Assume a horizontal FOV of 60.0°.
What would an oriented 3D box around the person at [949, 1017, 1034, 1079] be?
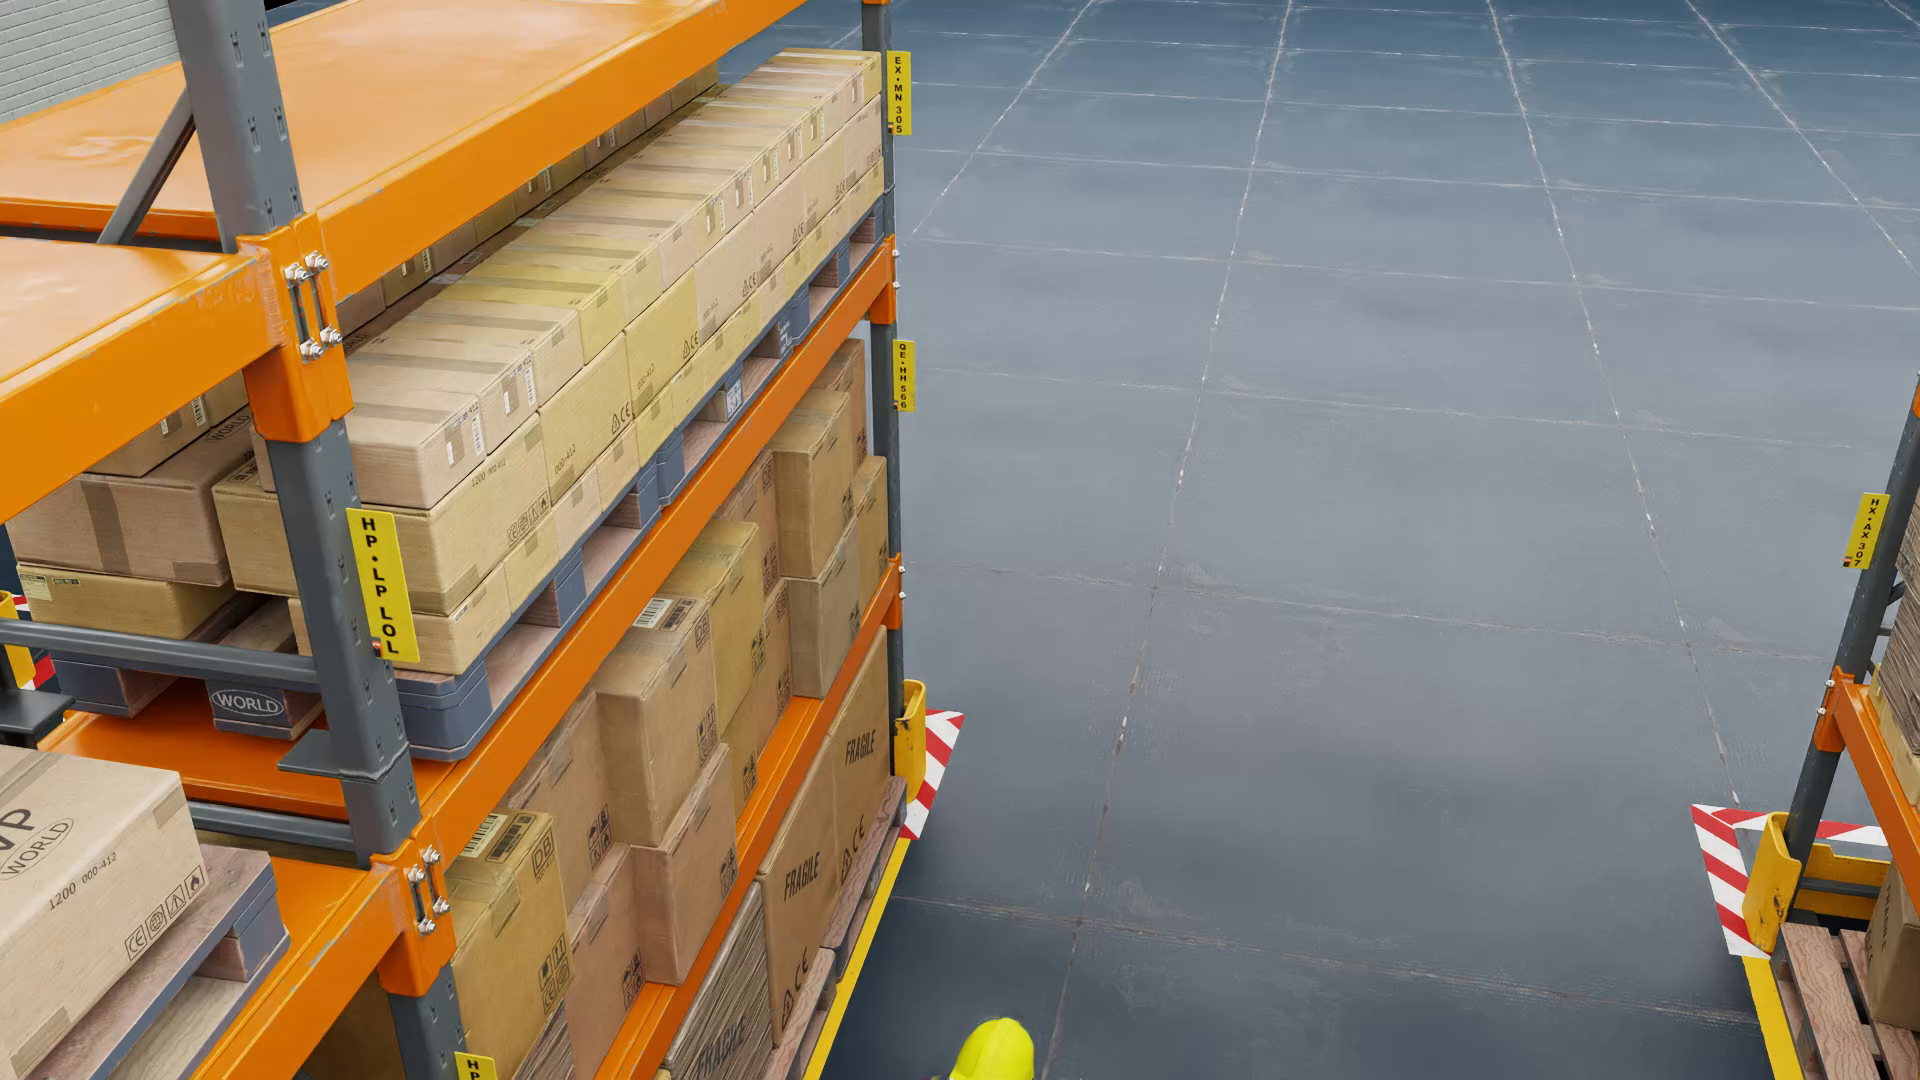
[{"bbox_3d":[0.093,2.101,4.750,0.568,1.725,1.036,5,29,8],"label":"person"}]
